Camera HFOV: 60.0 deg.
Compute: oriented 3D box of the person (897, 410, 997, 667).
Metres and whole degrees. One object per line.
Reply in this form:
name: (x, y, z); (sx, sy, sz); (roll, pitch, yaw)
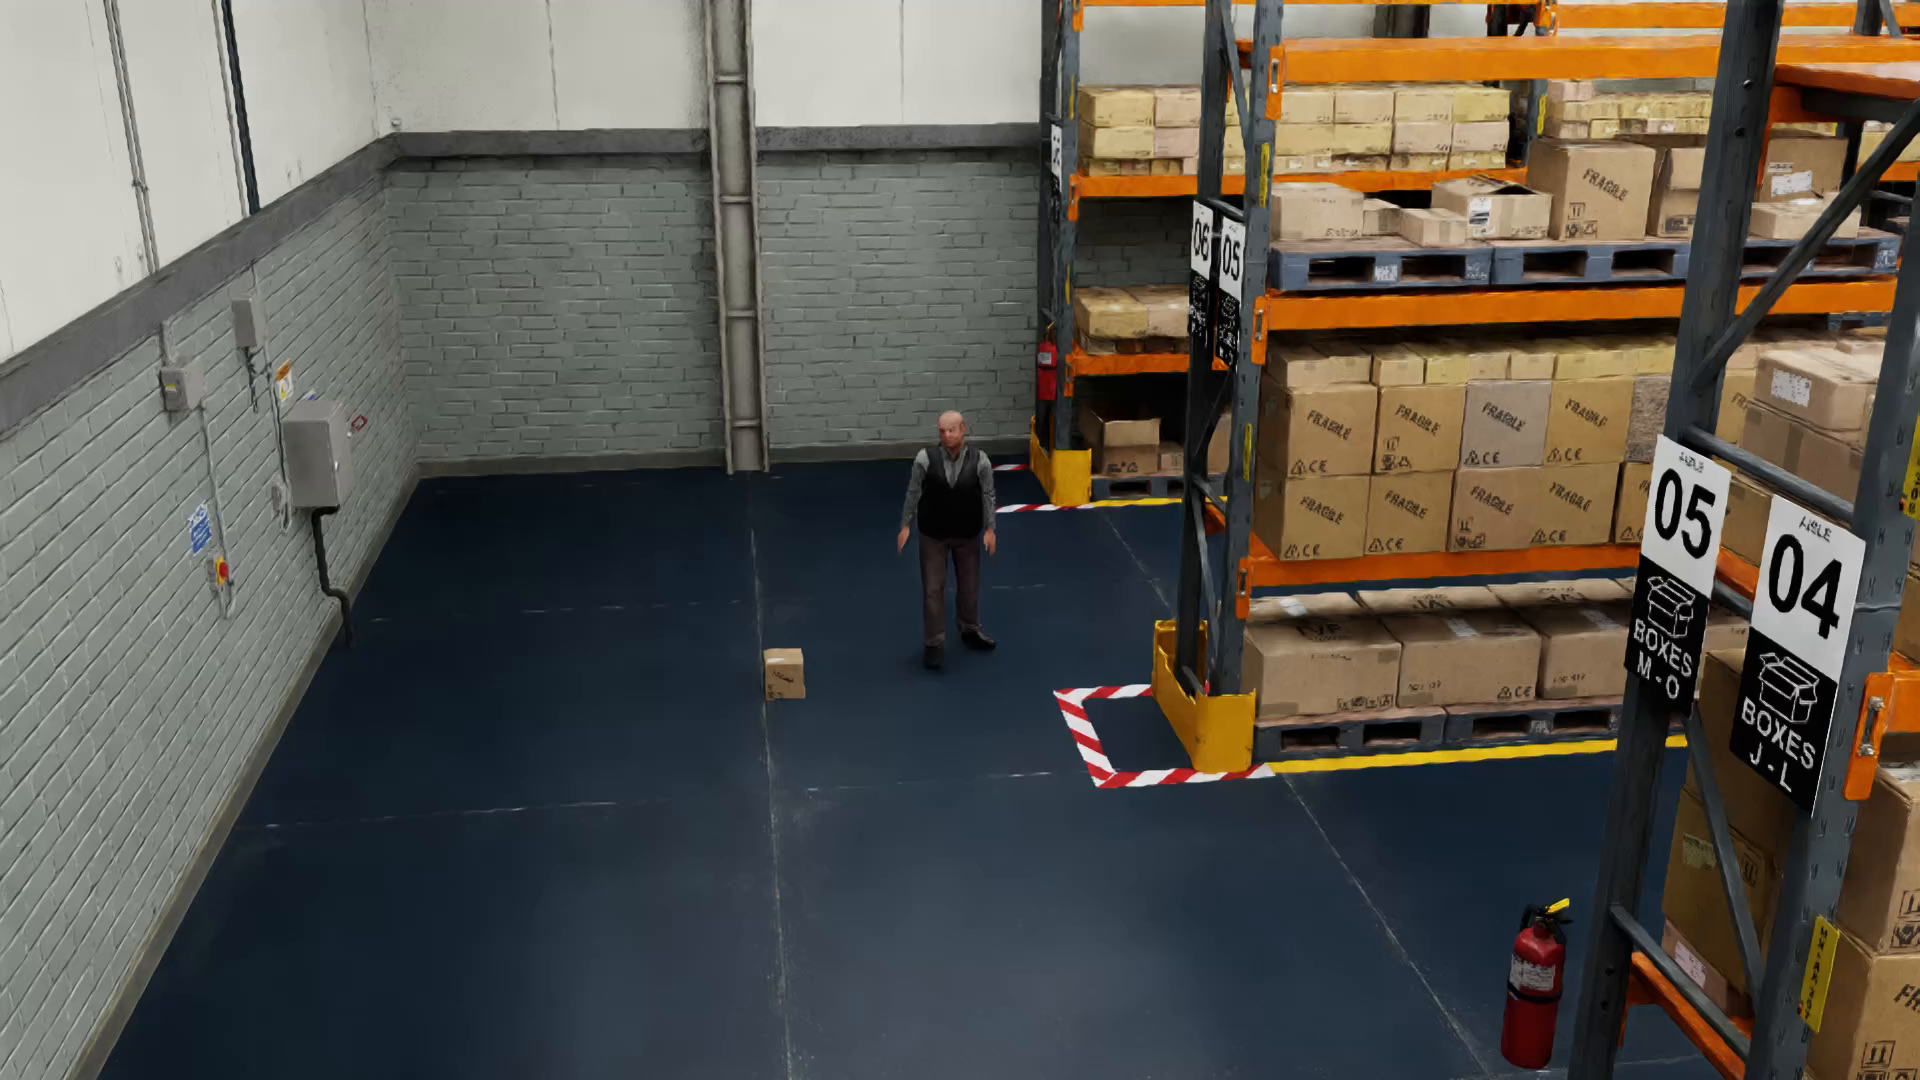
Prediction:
person: (-0.081, -0.024, 11.142); (0.689, 1.722, 0.577); (-2, 20, -5)
